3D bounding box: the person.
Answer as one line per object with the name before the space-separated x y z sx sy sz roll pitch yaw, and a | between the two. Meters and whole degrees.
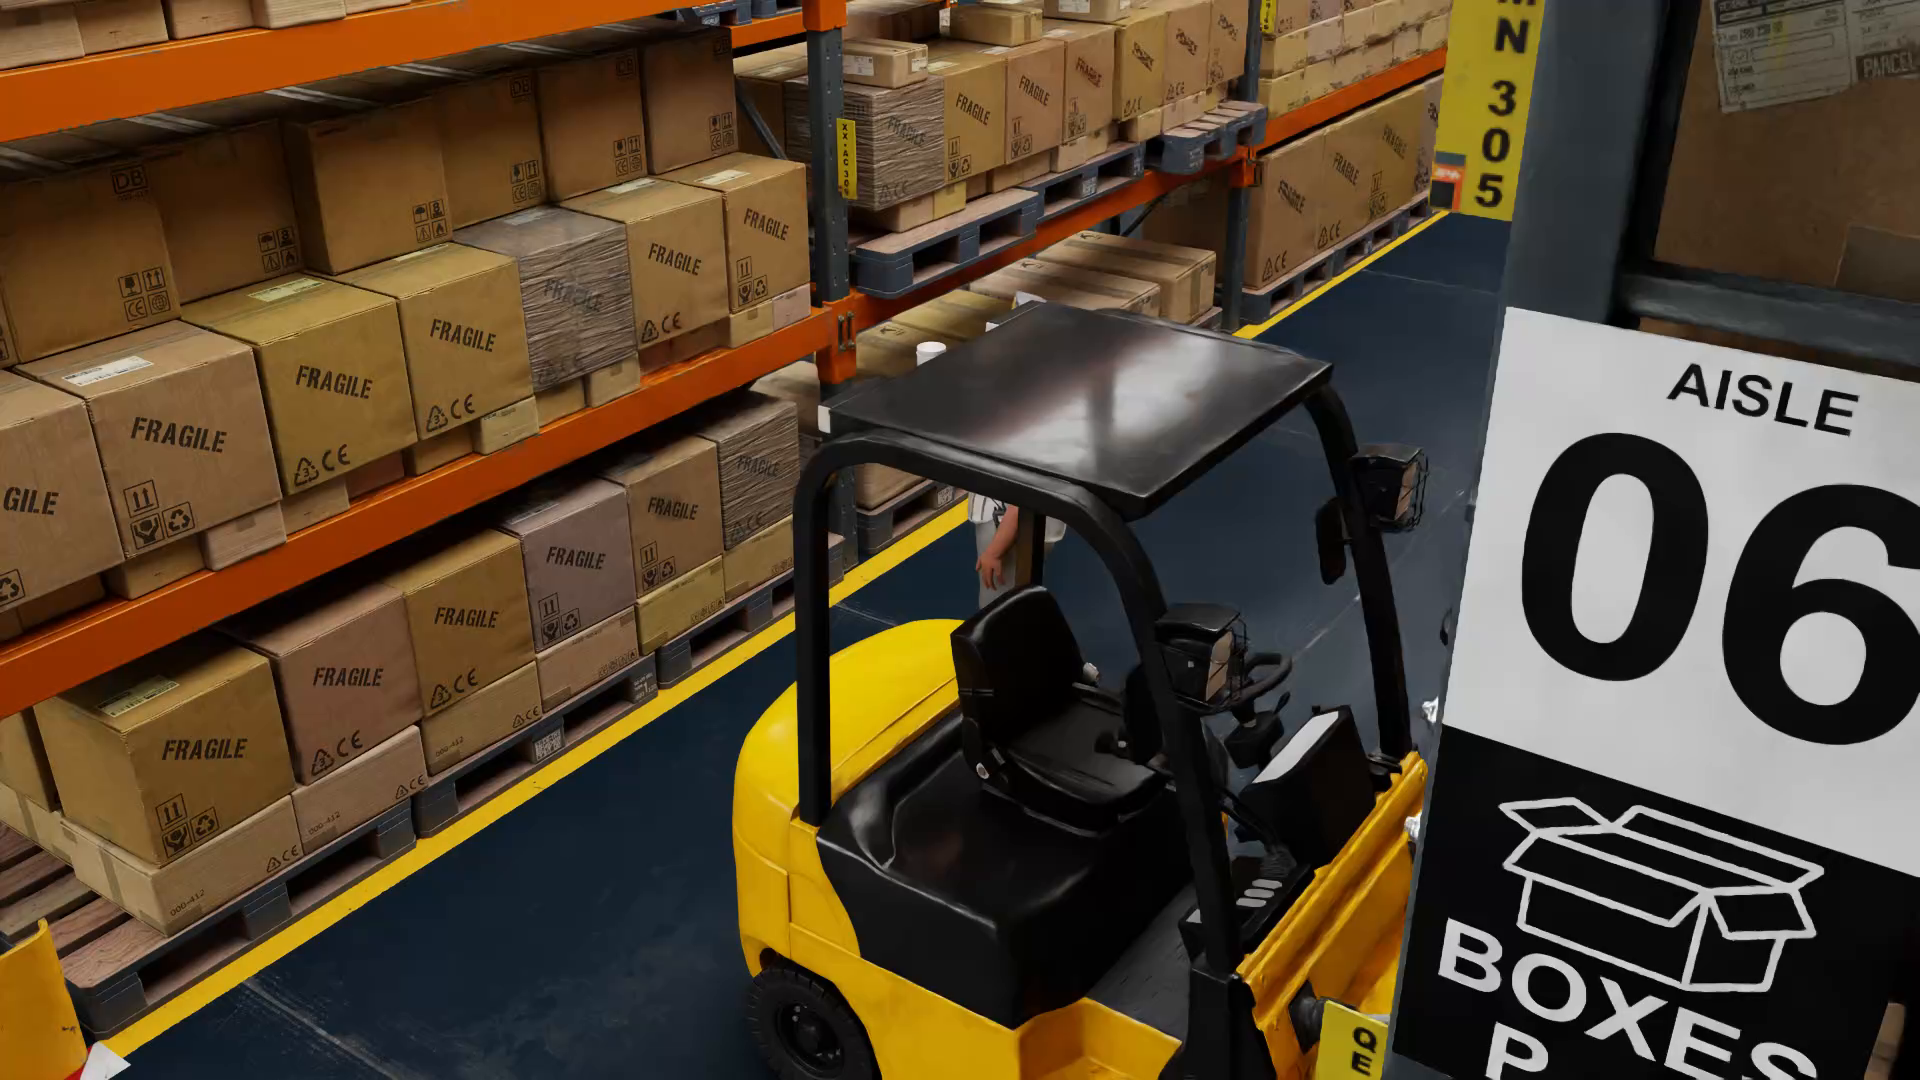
person | 0.136 -0.093 6.241 0.575 1.781 0.640 5 27 9
